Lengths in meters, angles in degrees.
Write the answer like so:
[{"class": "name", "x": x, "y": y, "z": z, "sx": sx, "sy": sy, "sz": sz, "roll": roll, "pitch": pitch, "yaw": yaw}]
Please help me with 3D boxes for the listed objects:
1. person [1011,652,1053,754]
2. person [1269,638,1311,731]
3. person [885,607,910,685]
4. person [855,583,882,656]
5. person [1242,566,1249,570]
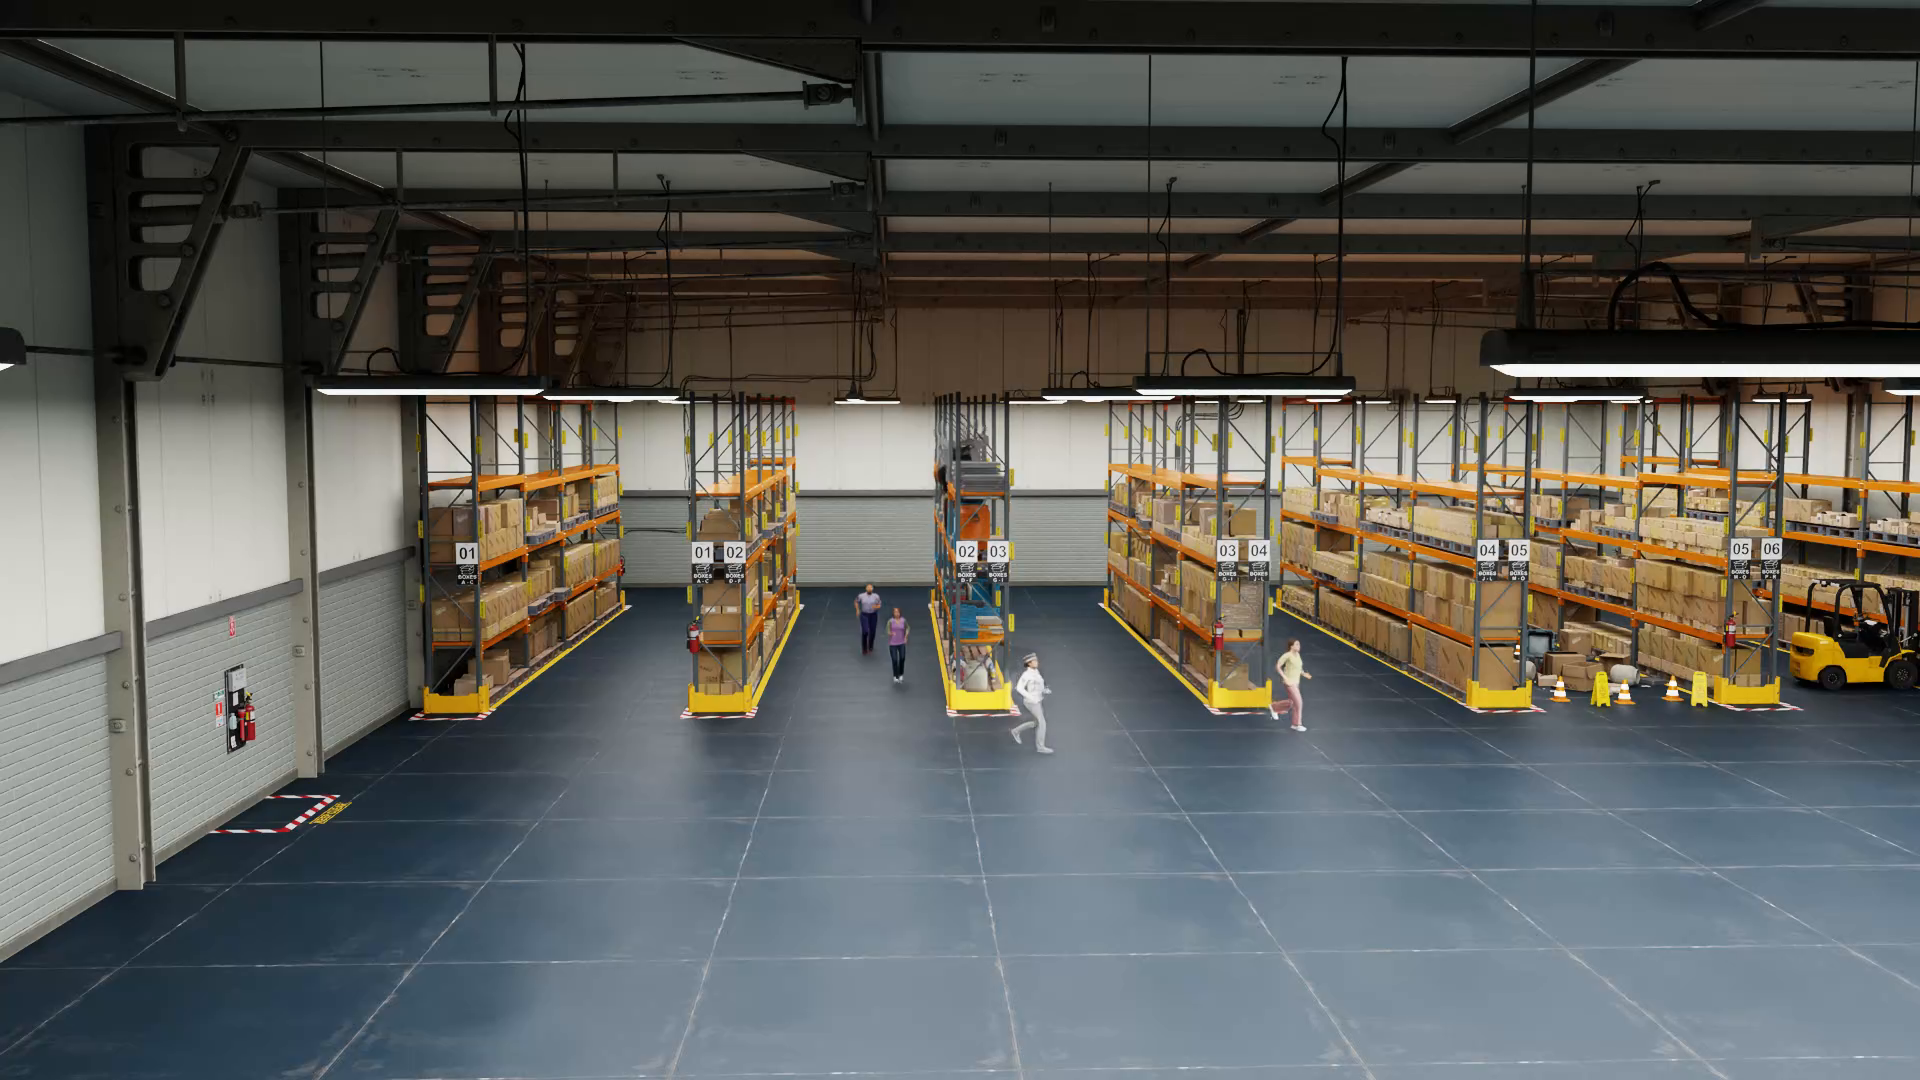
[{"class": "person", "x": 1.178, "y": 2.683, "z": 27.555, "sx": 0.785, "sy": 1.662, "sz": 0.625, "roll": 2, "pitch": 5, "yaw": 23}, {"class": "person", "x": 5.825, "y": 2.543, "z": 29.596, "sx": 0.799, "sy": 1.640, "sz": 0.565, "roll": 4, "pitch": 6, "yaw": 42}, {"class": "person", "x": -1.282, "y": 2.181, "z": 34.320, "sx": 0.515, "sy": 1.604, "sz": 0.625, "roll": 0, "pitch": 5, "yaw": -4}, {"class": "person", "x": -2.106, "y": 1.836, "z": 38.430, "sx": 0.576, "sy": 1.697, "sz": 0.720, "roll": -1, "pitch": 5, "yaw": -14}, {"class": "person", "x": 8.259, "y": 1.036, "z": 48.000, "sx": 0.602, "sy": 1.689, "sz": 0.772, "roll": 4, "pitch": 6, "yaw": 43}]
